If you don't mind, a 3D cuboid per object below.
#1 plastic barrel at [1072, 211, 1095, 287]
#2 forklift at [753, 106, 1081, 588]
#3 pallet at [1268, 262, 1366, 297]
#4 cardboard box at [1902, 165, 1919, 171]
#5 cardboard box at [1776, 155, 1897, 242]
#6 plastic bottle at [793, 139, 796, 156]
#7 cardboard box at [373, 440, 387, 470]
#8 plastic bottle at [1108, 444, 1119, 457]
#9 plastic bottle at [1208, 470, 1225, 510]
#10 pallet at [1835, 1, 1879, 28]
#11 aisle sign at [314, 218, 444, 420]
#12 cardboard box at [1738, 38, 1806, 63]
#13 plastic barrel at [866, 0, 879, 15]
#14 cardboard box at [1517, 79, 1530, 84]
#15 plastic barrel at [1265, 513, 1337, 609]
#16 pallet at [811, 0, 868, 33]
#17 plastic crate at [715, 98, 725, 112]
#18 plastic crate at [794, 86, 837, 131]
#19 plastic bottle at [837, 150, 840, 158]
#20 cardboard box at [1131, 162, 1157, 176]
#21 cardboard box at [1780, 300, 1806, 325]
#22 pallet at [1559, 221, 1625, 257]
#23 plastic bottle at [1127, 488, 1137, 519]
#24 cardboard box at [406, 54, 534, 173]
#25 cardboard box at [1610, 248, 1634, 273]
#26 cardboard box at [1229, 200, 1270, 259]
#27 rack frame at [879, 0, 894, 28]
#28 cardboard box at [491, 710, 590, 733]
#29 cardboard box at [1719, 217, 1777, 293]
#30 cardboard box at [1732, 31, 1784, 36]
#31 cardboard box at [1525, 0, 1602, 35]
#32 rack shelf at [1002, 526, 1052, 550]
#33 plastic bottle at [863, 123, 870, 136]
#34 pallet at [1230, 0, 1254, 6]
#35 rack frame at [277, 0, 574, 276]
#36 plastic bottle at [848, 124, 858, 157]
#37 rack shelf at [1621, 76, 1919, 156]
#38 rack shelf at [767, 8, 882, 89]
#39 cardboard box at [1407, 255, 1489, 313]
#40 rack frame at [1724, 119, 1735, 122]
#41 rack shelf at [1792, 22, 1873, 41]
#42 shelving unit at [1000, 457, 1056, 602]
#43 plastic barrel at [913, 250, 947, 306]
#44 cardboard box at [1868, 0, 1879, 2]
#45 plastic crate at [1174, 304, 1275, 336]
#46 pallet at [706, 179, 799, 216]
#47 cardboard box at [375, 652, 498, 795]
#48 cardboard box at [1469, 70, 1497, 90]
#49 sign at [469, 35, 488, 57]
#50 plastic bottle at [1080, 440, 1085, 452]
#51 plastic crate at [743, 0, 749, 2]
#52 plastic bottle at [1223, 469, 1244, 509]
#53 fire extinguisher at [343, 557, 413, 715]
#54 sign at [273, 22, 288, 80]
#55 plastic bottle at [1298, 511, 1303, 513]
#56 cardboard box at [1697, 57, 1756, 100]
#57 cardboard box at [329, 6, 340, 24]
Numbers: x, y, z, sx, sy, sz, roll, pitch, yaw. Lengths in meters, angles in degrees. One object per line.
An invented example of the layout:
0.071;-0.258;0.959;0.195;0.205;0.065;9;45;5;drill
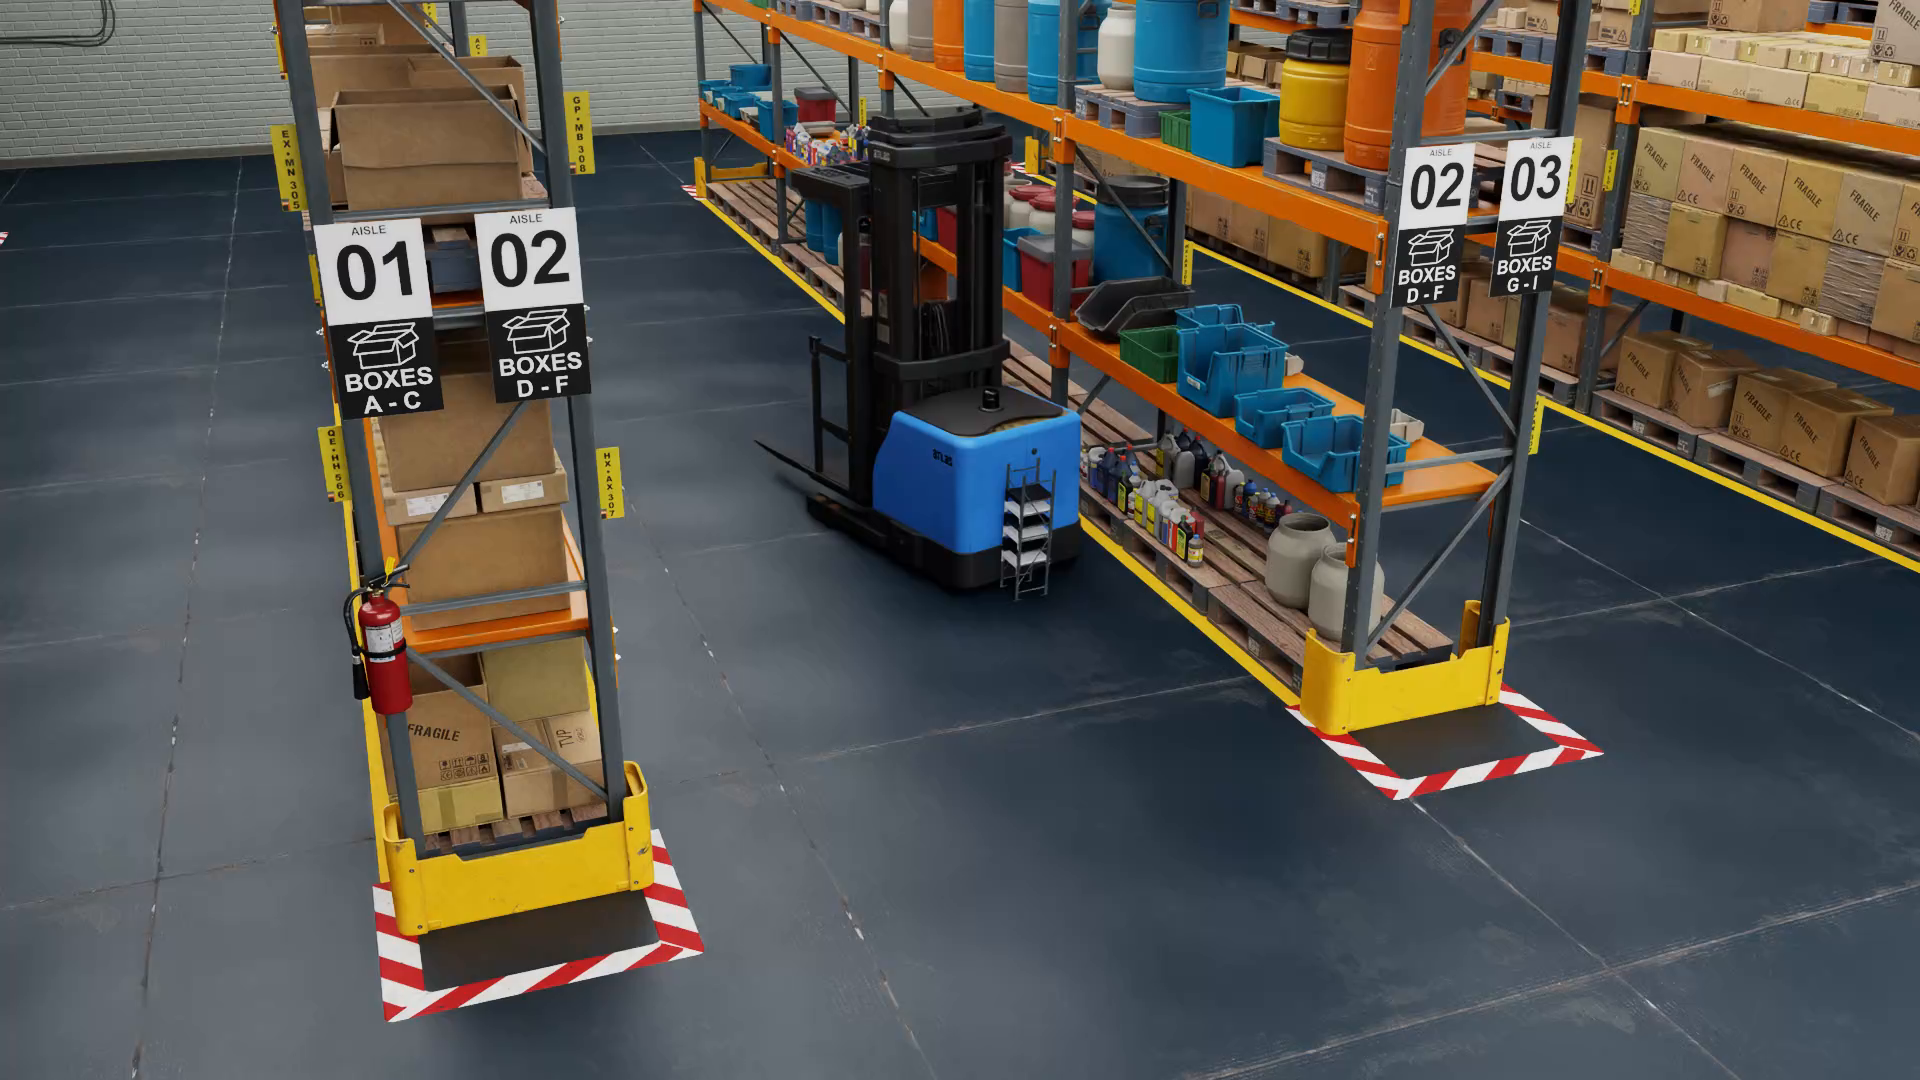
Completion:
1.040;-2.310;13.193;0.433;0.535;0.433;0;23;0;plastic barrel
-0.459;-1.548;11.650;1.130;2.935;3.031;-16;28;-33;forklift
4.185;-3.014;18.630;1.003;0.211;1.213;-8;24;-19;pallet
6.932;-2.341;11.643;0.500;0.500;0.500;-8;24;-19;cardboard box
6.269;-2.451;11.905;0.500;0.500;0.500;-8;24;-19;cardboard box
-1.818;-4.405;18.595;0.097;0.201;0.097;0;23;0;plastic bottle
-2.547;-0.383;7.834;0.380;0.149;0.250;-9;24;-20;cardboard box
1.114;-0.546;12.114;0.061;0.283;0.133;-8;24;-19;plastic bottle
1.806;-0.365;11.684;0.061;0.283;0.133;-8;24;-19;plastic bottle
9.744;-5.309;16.865;1.003;0.211;1.213;-7;24;-17;pallet
-2.301;-0.872;6.609;0.394;0.787;0.004;-8;24;-19;aisle sign
5.994;-3.613;12.279;0.380;0.149;0.250;-8;24;-17;cardboard box
-0.756;-5.204;16.011;0.301;0.262;0.301;0;23;0;plastic barrel
7.458;-6.014;21.557;0.380;0.149;0.250;-9;24;-20;cardboard box
2.105;0.126;10.252;0.421;0.512;0.421;0;23;0;plastic barrel
-0.882;-5.388;17.054;1.003;0.211;1.213;-8;24;-19;pallet
-3.012;-5.627;21.500;0.250;0.136;0.298;-8;24;-19;plastic crate
-1.734;-5.192;20.048;0.402;0.464;0.583;-8;24;-19;plastic crate
-1.242;-3.897;17.284;0.061;0.283;0.133;-8;24;-19;plastic bottle
2.822;-4.921;21.759;0.875;0.875;0.875;-8;24;-19;cardboard box
6.274;-1.686;12.212;0.380;0.149;0.250;-8;24;-19;cardboard box
5.672;-2.758;14.679;1.003;0.211;1.213;-8;24;-19;pallet
1.214;-0.258;11.536;0.097;0.201;0.097;0;23;0;plastic bottle
-2.381;-2.065;8.076;0.500;0.500;0.500;-8;24;-19;cardboard box
5.601;-2.314;13.702;0.380;0.149;0.250;-8;24;-19;cardboard box
3.861;-3.796;19.088;1.225;0.875;0.875;-8;24;-19;cardboard box
-0.240;-6.087;14.607;1.000;3.000;0.127;-8;24;-19;rack frame
-2.211;0.929;8.683;0.500;0.250;0.500;-8;24;-19;cardboard box
6.322;-2.206;12.610;0.875;0.500;0.500;-8;24;-19;cardboard box
6.200;-3.858;12.859;0.380;0.149;0.250;-8;24;-18;cardboard box
5.399;-4.699;14.501;0.797;0.503;0.637;-7;24;-17;cardboard box
0.433;-0.035;10.738;0.258;0.077;0.200;-11;31;-25;rack shelf
-1.023;-4.465;18.544;0.144;0.351;0.185;-8;24;-19;plastic bottle
3.350;-6.424;19.513;0.805;0.209;1.217;-9;25;-21;pallet
-2.050;-2.502;6.101;1.000;3.000;0.127;-8;24;-19;rack frame
-1.158;-4.445;18.497;0.144;0.351;0.185;-8;24;-19;plastic bottle
6.513;-2.873;11.769;1.077;0.370;4.000;-8;24;-19;rack shelf
-0.947;-5.100;17.053;1.077;0.370;4.000;-8;24;-19;rack shelf
4.856;-2.613;16.739;0.700;0.500;0.500;-10;25;-23;cardboard box
9.069;-4.646;18.912;1.000;3.000;0.127;-8;24;-19;rack frame
9.776;-4.970;16.745;1.077;0.370;4.000;-8;24;-19;rack shelf
0.435;-0.064;10.723;0.258;0.900;0.210;-11;31;-25;shelving unit
-0.429;-2.692;16.528;0.600;0.830;0.708;-8;24;-19;plastic barrel
9.477;-5.565;16.675;0.500;0.311;0.500;-9;24;-20;cardboard box
1.818;-1.436;11.487;0.499;0.251;0.616;-8;24;-19;plastic crate
-2.812;-4.640;22.487;1.003;0.211;1.213;-8;24;-19;pallet
-2.517;0.836;7.938;0.500;0.500;0.500;-8;24;-19;cardboard box
7.221;-6.420;22.608;0.500;0.500;0.500;-8;24;-19;cardboard box
-2.944;-2.925;10.198;0.100;0.325;0.005;-8;24;-19;sign
0.875;-0.639;12.351;0.097;0.271;0.097;0;23;0;plastic bottle
-2.459;-6.447;19.661;0.293;0.136;0.466;-8;24;-19;plastic crate
1.905;-0.376;11.721;0.152;0.276;0.135;-8;24;-18;plastic bottle
-2.442;0.404;7.028;0.296;0.674;0.183;-8;24;-19;fire extinguisher
-3.967;-2.879;9.785;0.100;0.325;0.005;-8;24;-19;sign
2.237;-0.063;10.984;0.097;0.271;0.097;0;23;0;plastic bottle
5.917;-3.472;12.457;0.500;0.250;0.500;-9;24;-19;cardboard box
-3.866;-3.477;10.962;0.500;0.500;0.500;-6;24;-14;cardboard box
